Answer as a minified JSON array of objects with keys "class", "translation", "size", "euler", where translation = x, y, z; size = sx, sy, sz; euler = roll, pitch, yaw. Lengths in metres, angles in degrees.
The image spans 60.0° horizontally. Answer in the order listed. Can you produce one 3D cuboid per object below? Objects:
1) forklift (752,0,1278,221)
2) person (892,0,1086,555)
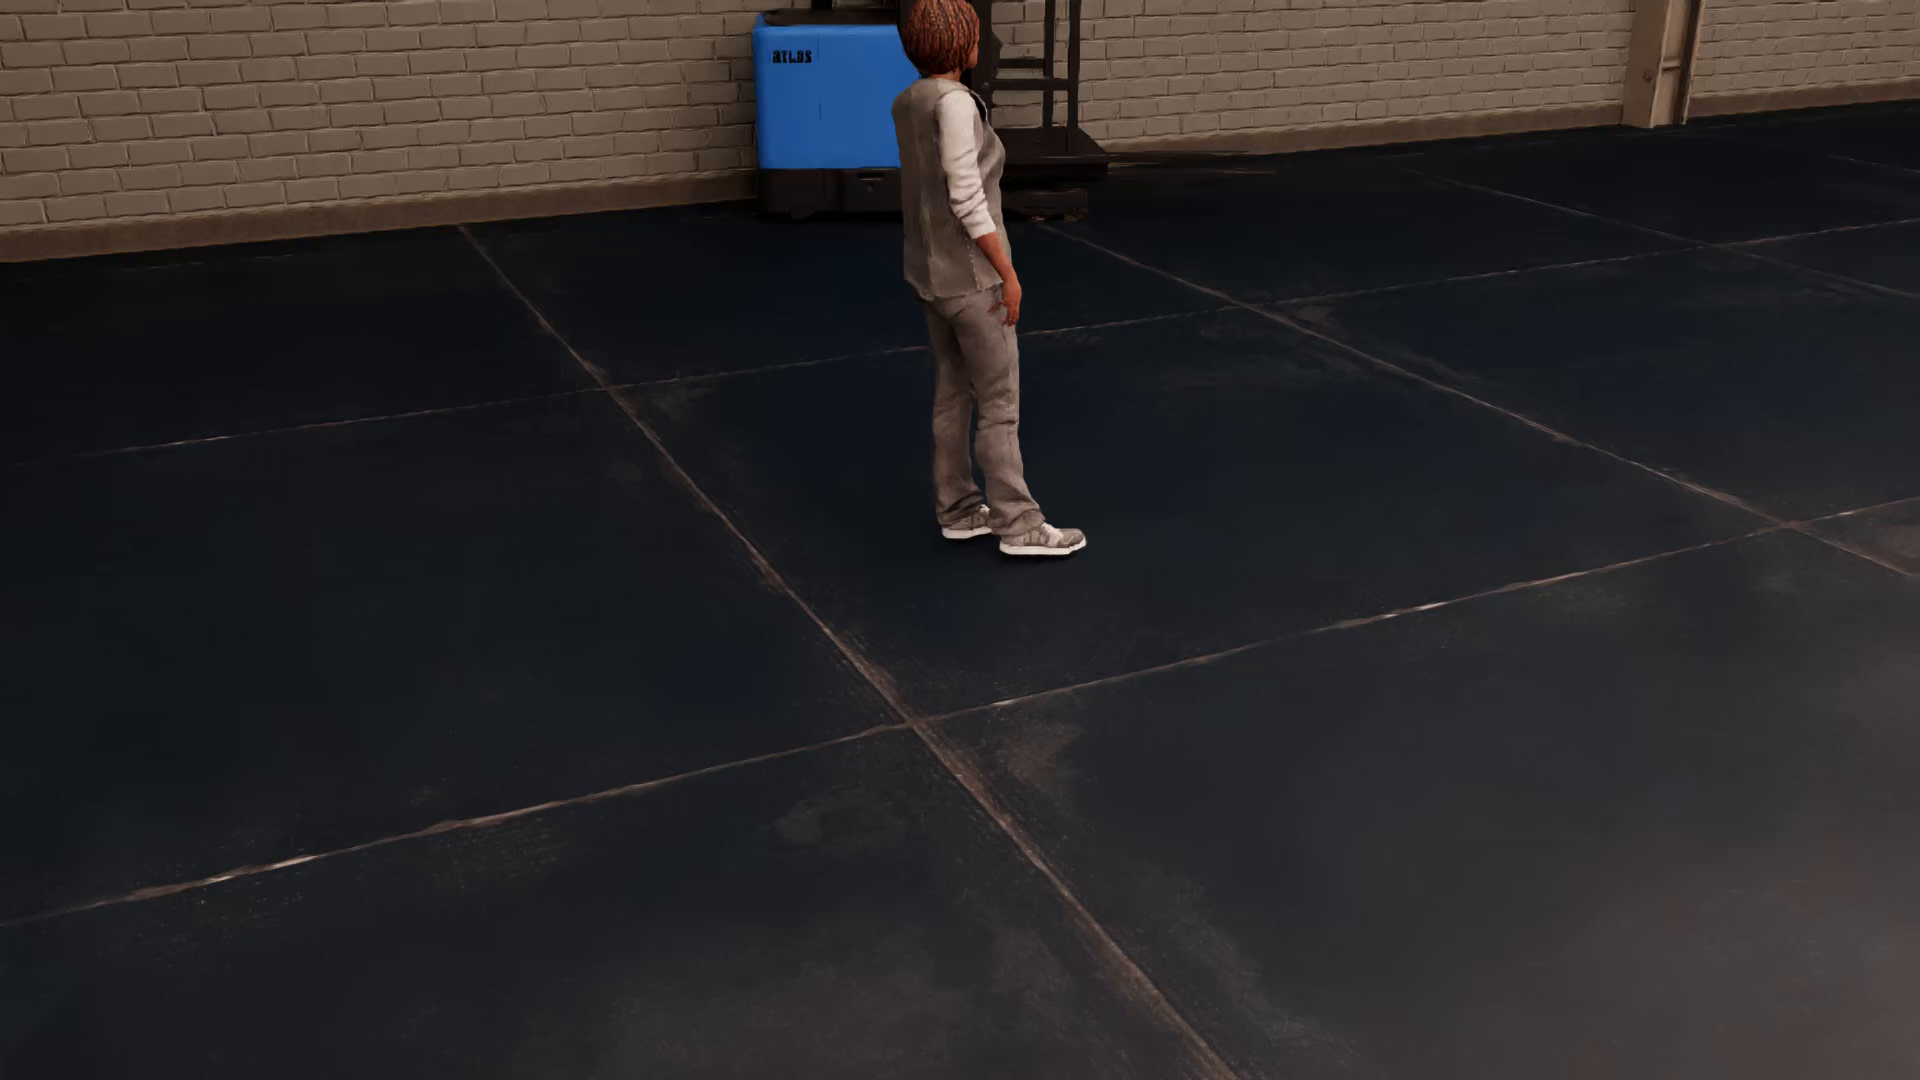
[{"class":"forklift","translation":[0.323,-3.380,9.422],"size":[3.031,2.935,1.130],"euler":[-2,23,-5]},{"class":"person","translation":[0.073,-0.751,4.815],"size":[0.474,1.597,0.521],"euler":[-10,25,-23]}]
